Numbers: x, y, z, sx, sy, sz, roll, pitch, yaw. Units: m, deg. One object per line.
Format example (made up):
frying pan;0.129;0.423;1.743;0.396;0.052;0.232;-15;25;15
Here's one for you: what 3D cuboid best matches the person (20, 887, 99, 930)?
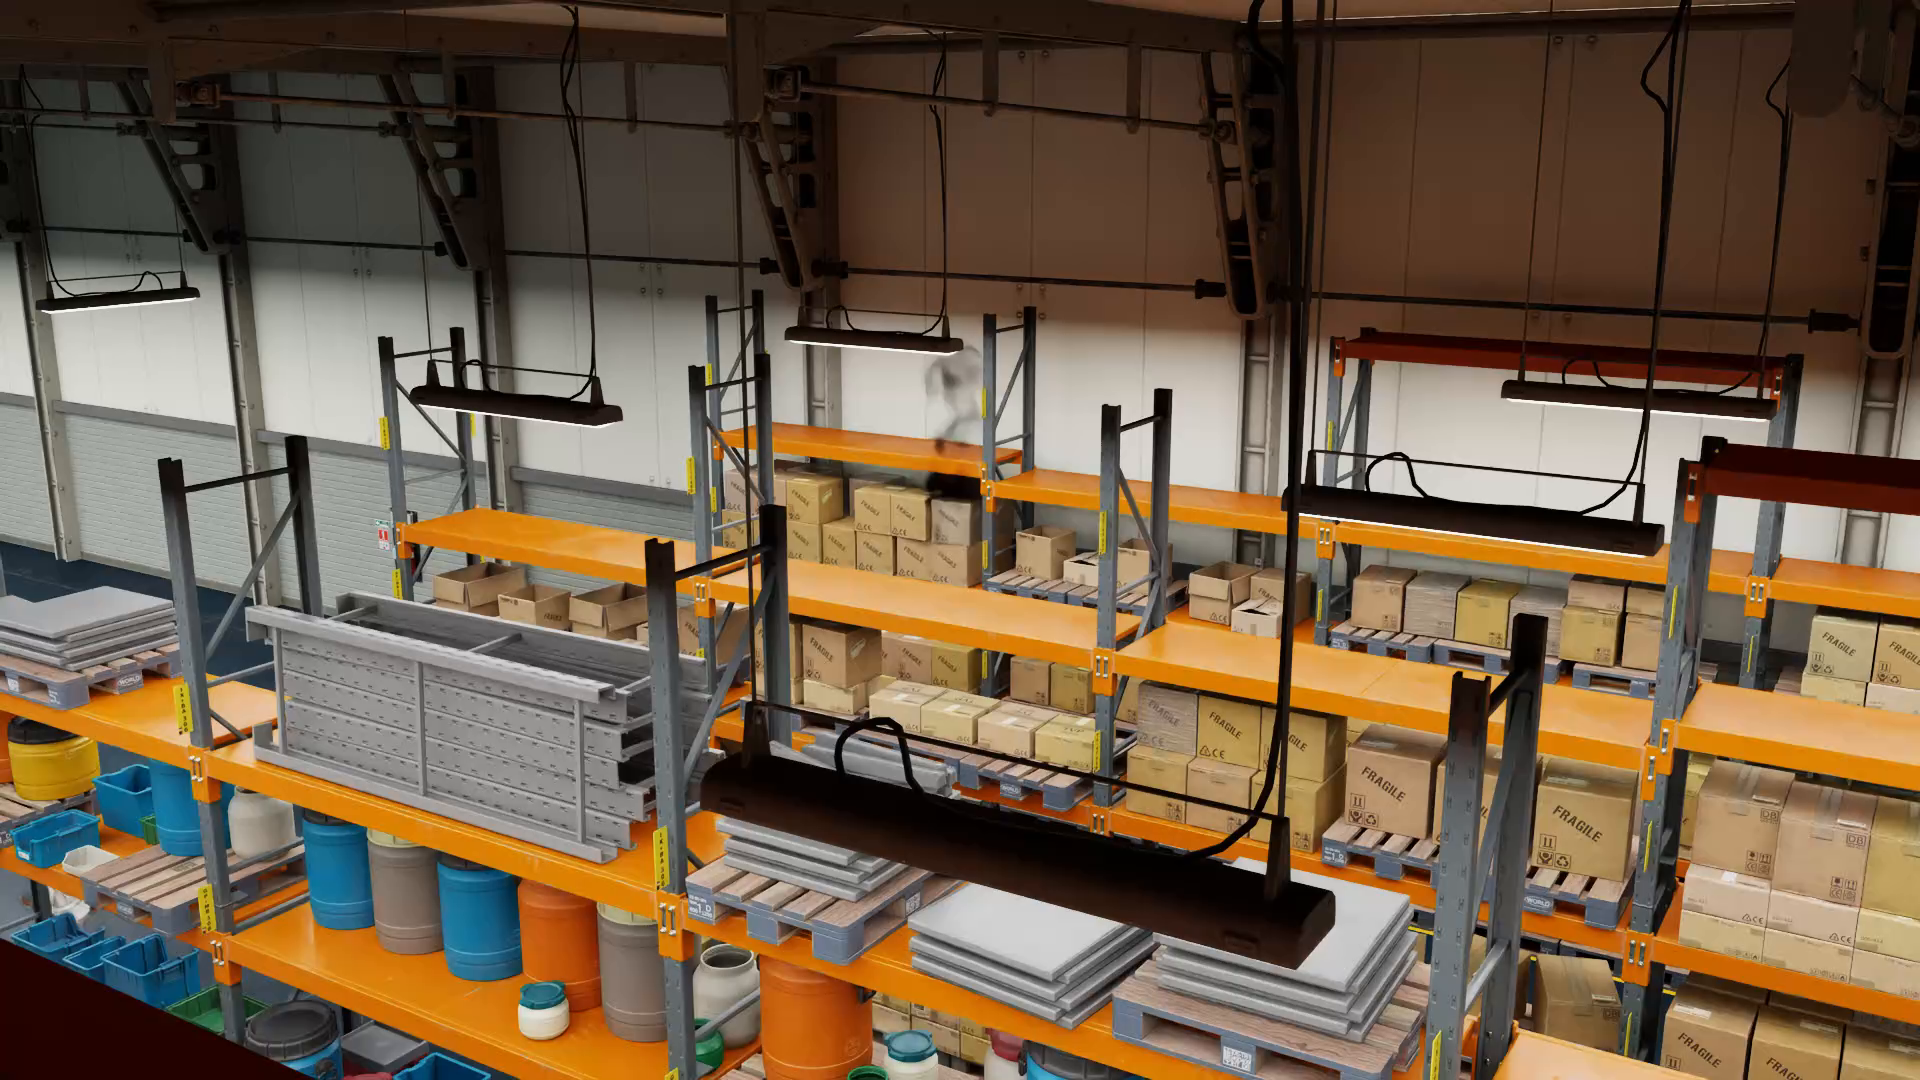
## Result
person;-8.355;3.525;15.518;0.732;1.602;0.522;-2;14;-7
